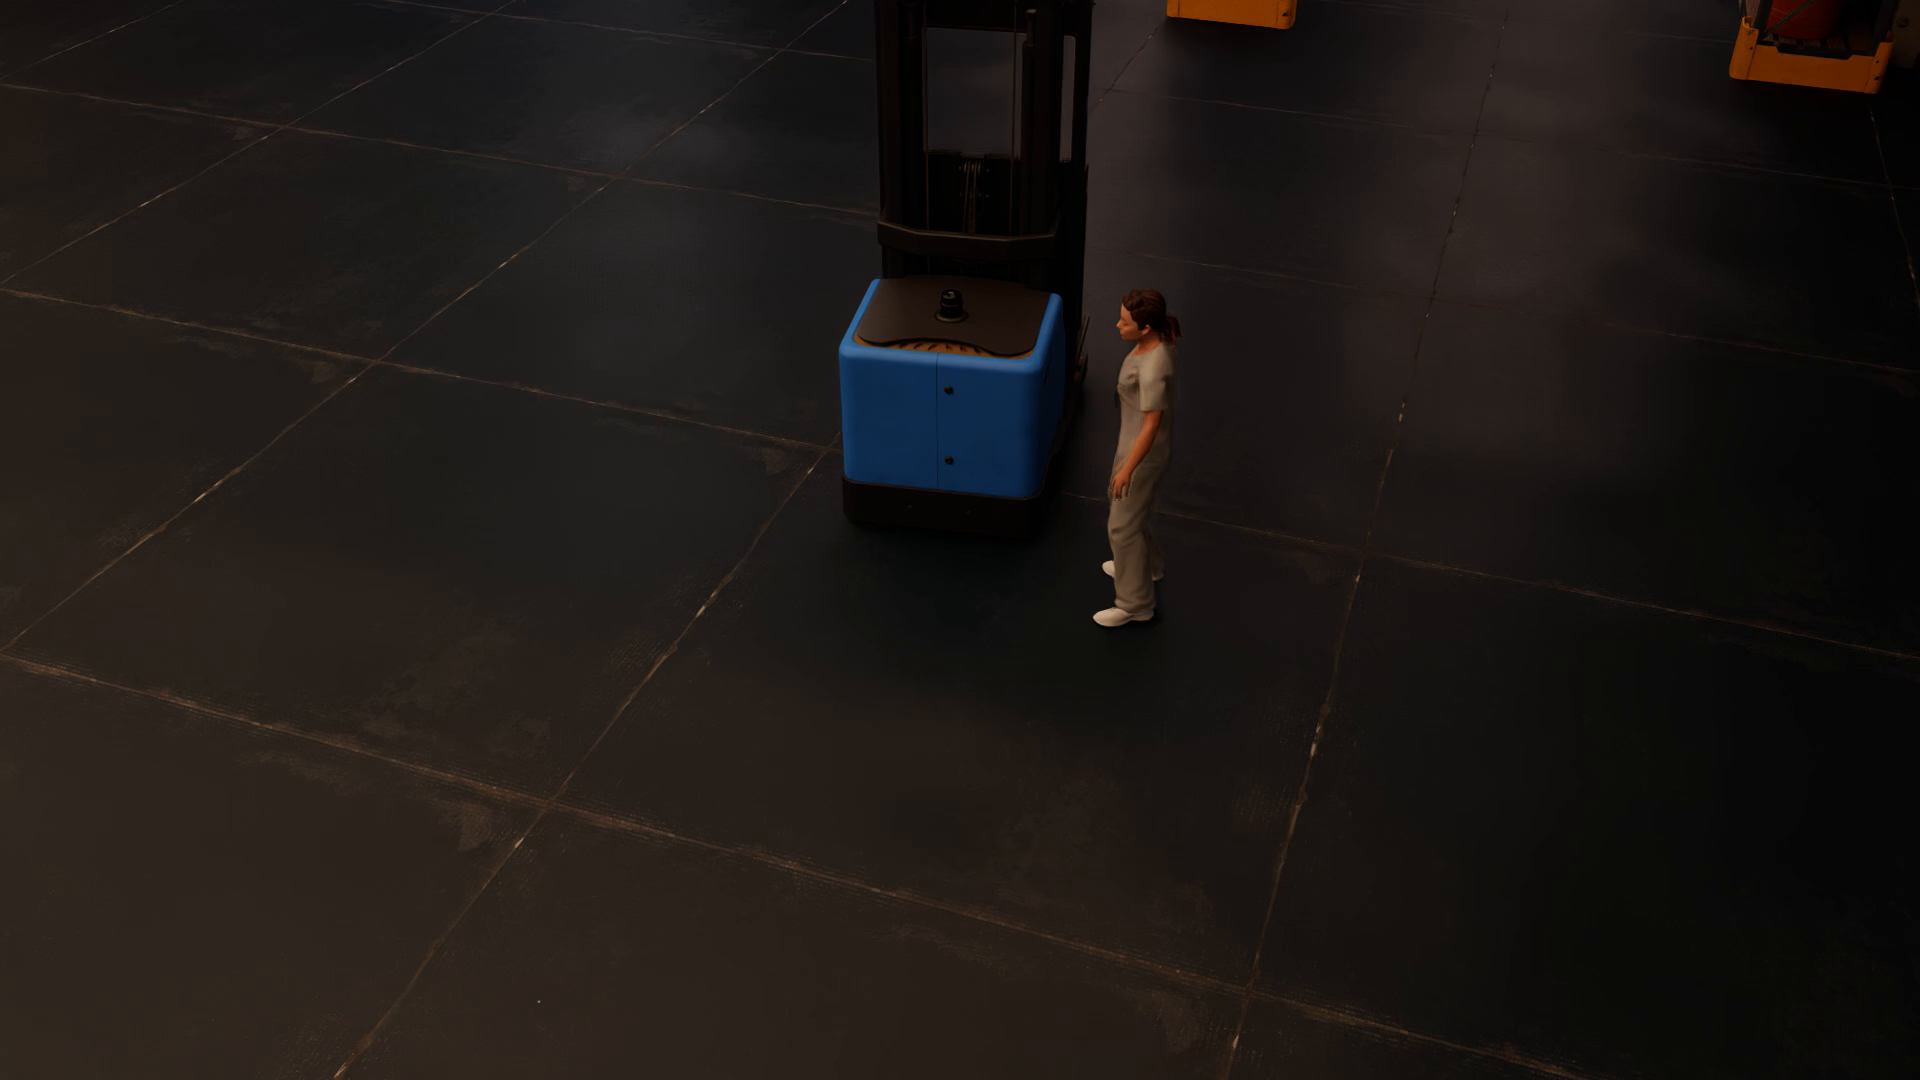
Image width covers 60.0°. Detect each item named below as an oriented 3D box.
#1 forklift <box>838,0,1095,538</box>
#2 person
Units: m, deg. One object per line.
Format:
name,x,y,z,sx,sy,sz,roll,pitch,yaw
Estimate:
forklift,0.159,-2.052,9.004,1.130,2.935,3.031,6,36,8
person,0.847,-0.428,7.824,0.327,1.650,0.679,4,36,6
